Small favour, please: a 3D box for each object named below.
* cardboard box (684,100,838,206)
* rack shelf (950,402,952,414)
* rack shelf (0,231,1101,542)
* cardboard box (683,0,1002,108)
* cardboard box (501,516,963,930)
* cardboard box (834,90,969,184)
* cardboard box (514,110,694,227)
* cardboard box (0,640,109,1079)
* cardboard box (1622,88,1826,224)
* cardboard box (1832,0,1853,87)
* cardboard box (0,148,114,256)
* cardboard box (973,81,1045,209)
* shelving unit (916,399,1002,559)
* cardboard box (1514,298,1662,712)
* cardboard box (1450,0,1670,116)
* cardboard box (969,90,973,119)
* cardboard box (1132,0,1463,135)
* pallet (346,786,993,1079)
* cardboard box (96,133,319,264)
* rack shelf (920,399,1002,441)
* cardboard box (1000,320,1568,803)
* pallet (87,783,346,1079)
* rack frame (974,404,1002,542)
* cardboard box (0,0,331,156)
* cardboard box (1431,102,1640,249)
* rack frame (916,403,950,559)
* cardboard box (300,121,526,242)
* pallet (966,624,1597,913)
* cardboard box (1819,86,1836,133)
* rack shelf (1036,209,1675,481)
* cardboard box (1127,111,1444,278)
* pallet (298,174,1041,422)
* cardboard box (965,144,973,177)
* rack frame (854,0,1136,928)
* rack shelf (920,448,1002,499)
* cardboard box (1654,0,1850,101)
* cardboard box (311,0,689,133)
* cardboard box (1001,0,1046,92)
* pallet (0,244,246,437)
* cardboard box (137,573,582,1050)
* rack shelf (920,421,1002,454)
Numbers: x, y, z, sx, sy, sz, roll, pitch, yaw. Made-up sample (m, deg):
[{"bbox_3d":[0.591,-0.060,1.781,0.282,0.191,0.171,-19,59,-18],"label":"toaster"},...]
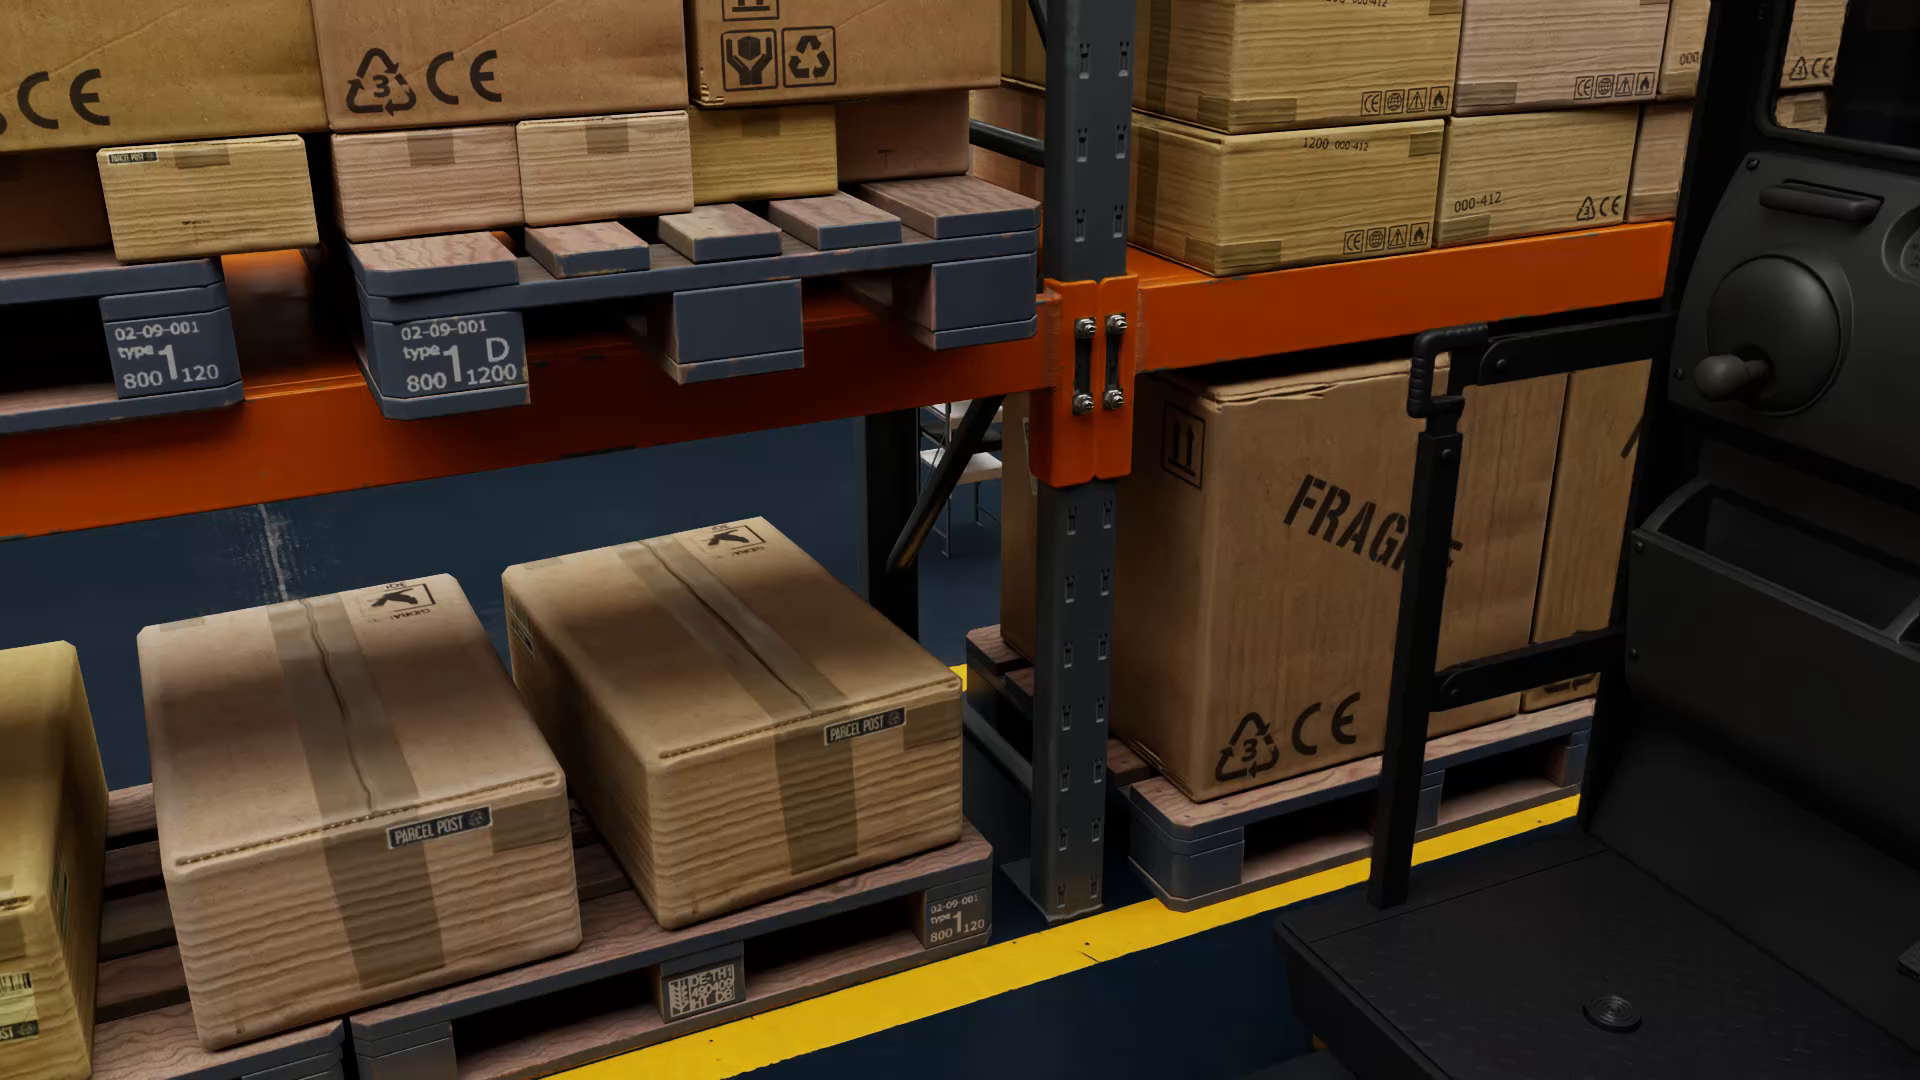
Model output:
[{"bbox_3d":[-0.383,-0.659,2.699,0.250,0.149,0.380,-10,25,-23],"label":"cardboard box"},{"bbox_3d":[0.007,-0.469,5.059,0.200,0.077,0.258,-10,25,-24],"label":"rack shelf"},{"bbox_3d":[-1.781,-0.122,2.562,4.000,0.370,1.077,-10,25,-24],"label":"rack shelf"},{"bbox_3d":[-0.268,-0.992,2.656,0.500,0.500,0.500,-11,25,-25],"label":"cardboard box"},{"bbox_3d":[-0.493,0.325,3.430,0.625,0.372,0.950,-12,25,-27],"label":"cardboard box"},{"bbox_3d":[-0.173,-0.728,2.867,0.250,0.149,0.380,-9,24,-22],"label":"cardboard box"},{"bbox_3d":[-0.590,-0.602,2.561,0.250,0.149,0.380,-11,25,-24],"label":"cardboard box"},{"bbox_3d":[-1.840,0.574,2.829,0.625,0.372,0.950,-10,24,-22],"label":"cardboard box"},{"bbox_3d":[1.501,-0.887,3.667,0.500,0.250,0.500,-10,24,-22],"label":"cardboard box"},{"bbox_3d":[1.968,-1.190,3.745,0.500,0.250,0.500,-10,24,-23],"label":"cardboard box"},{"bbox_3d":[-1.344,-0.514,2.349,0.250,0.149,0.380,-10,25,-23],"label":"cardboard box"},{"bbox_3d":[0.364,-0.890,3.674,0.500,0.250,0.500,-11,25,-25],"label":"cardboard box"},{"bbox_3d":[0.007,-0.417,5.081,0.210,0.900,0.258,-10,25,-24],"label":"shelving unit"},{"bbox_3d":[1.485,-0.230,4.114,0.875,0.875,0.875,-10,25,-23],"label":"cardboard box"},{"bbox_3d":[1.051,-1.032,3.363,0.500,0.250,0.500,-10,24,-22],"label":"cardboard box"},{"bbox_3d":[-0.114,-2.140,8.237,0.500,0.250,0.500,-12,25,-26],"label":"cardboard box"},{"bbox_3d":[0.584,-0.946,3.157,0.500,0.250,0.500,-11,25,-24],"label":"cardboard box"},{"bbox_3d":[-0.684,0.632,3.448,1.213,0.211,1.003,-10,25,-24],"label":"pallet"},{"bbox_3d":[-1.063,-0.512,2.344,0.250,0.149,0.380,-10,24,-23],"label":"cardboard box"},{"bbox_3d":[0.007,-0.386,5.094,0.200,0.077,0.258,-10,25,-24],"label":"rack shelf"},{"bbox_3d":[0.679,-0.084,3.760,0.875,0.875,0.875,-11,25,-24],"label":"cardboard box"},{"bbox_3d":[-1.782,0.833,2.962,1.213,0.211,1.003,-10,25,-24],"label":"pallet"},{"bbox_3d":[0.099,-0.434,5.122,0.006,0.900,0.240,-10,25,-24],"label":"rack frame"},{"bbox_3d":[-1.184,-0.818,2.237,0.500,0.500,0.500,-12,25,-27],"label":"cardboard box"},{"bbox_3d":[1.026,-0.802,3.462,0.500,0.250,0.500,-11,25,-25],"label":"cardboard box"},{"bbox_3d":[-0.084,-0.400,5.040,0.006,0.900,0.240,-10,25,-24],"label":"rack frame"},{"bbox_3d":[-0.821,-0.563,2.466,0.250,0.149,0.380,-12,25,-26],"label":"cardboard box"},{"bbox_3d":[0.764,0.398,4.013,1.213,0.211,1.003,-10,25,-24],"label":"pallet"},{"bbox_3d":[1.944,-0.970,3.868,0.500,0.250,0.500,-10,25,-24],"label":"cardboard box"},{"bbox_3d":[1.823,-0.785,4.165,4.000,0.370,1.077,-10,25,-24],"label":"rack shelf"},{"bbox_3d":[0.571,-0.711,3.241,0.500,0.250,0.500,-11,25,-25],"label":"cardboard box"},{"bbox_3d":[-0.575,-0.542,2.889,1.003,0.211,1.213,-10,25,-24],"label":"pallet"},{"bbox_3d":[-0.097,-1.799,8.394,0.500,0.500,0.500,-11,25,-25],"label":"cardboard box"},{"bbox_3d":[0.021,-0.786,3.226,0.127,3.000,1.000,-10,25,-24],"label":"rack frame"},{"bbox_3d":[0.007,-0.220,5.163,0.200,0.077,0.258,-10,25,-24],"label":"rack shelf"},{"bbox_3d":[1.505,-1.110,3.552,0.500,0.250,0.500,-11,25,-24],"label":"cardboard box"},{"bbox_3d":[-0.729,-0.903,2.440,0.500,0.500,0.500,-11,25,-24],"label":"cardboard box"},{"bbox_3d":[0.347,-1.115,3.565,0.500,0.250,0.500,-11,25,-24],"label":"cardboard box"},{"bbox_3d":[-1.745,-0.355,2.435,1.213,0.211,1.003,-10,25,-24],"label":"pallet"},{"bbox_3d":[-1.154,0.450,3.128,0.625,0.372,0.950,-11,25,-25],"label":"cardboard box"},{"bbox_3d":[0.007,-0.303,5.128,0.200,0.077,0.258,-10,25,-24],"label":"rack shelf"}]
